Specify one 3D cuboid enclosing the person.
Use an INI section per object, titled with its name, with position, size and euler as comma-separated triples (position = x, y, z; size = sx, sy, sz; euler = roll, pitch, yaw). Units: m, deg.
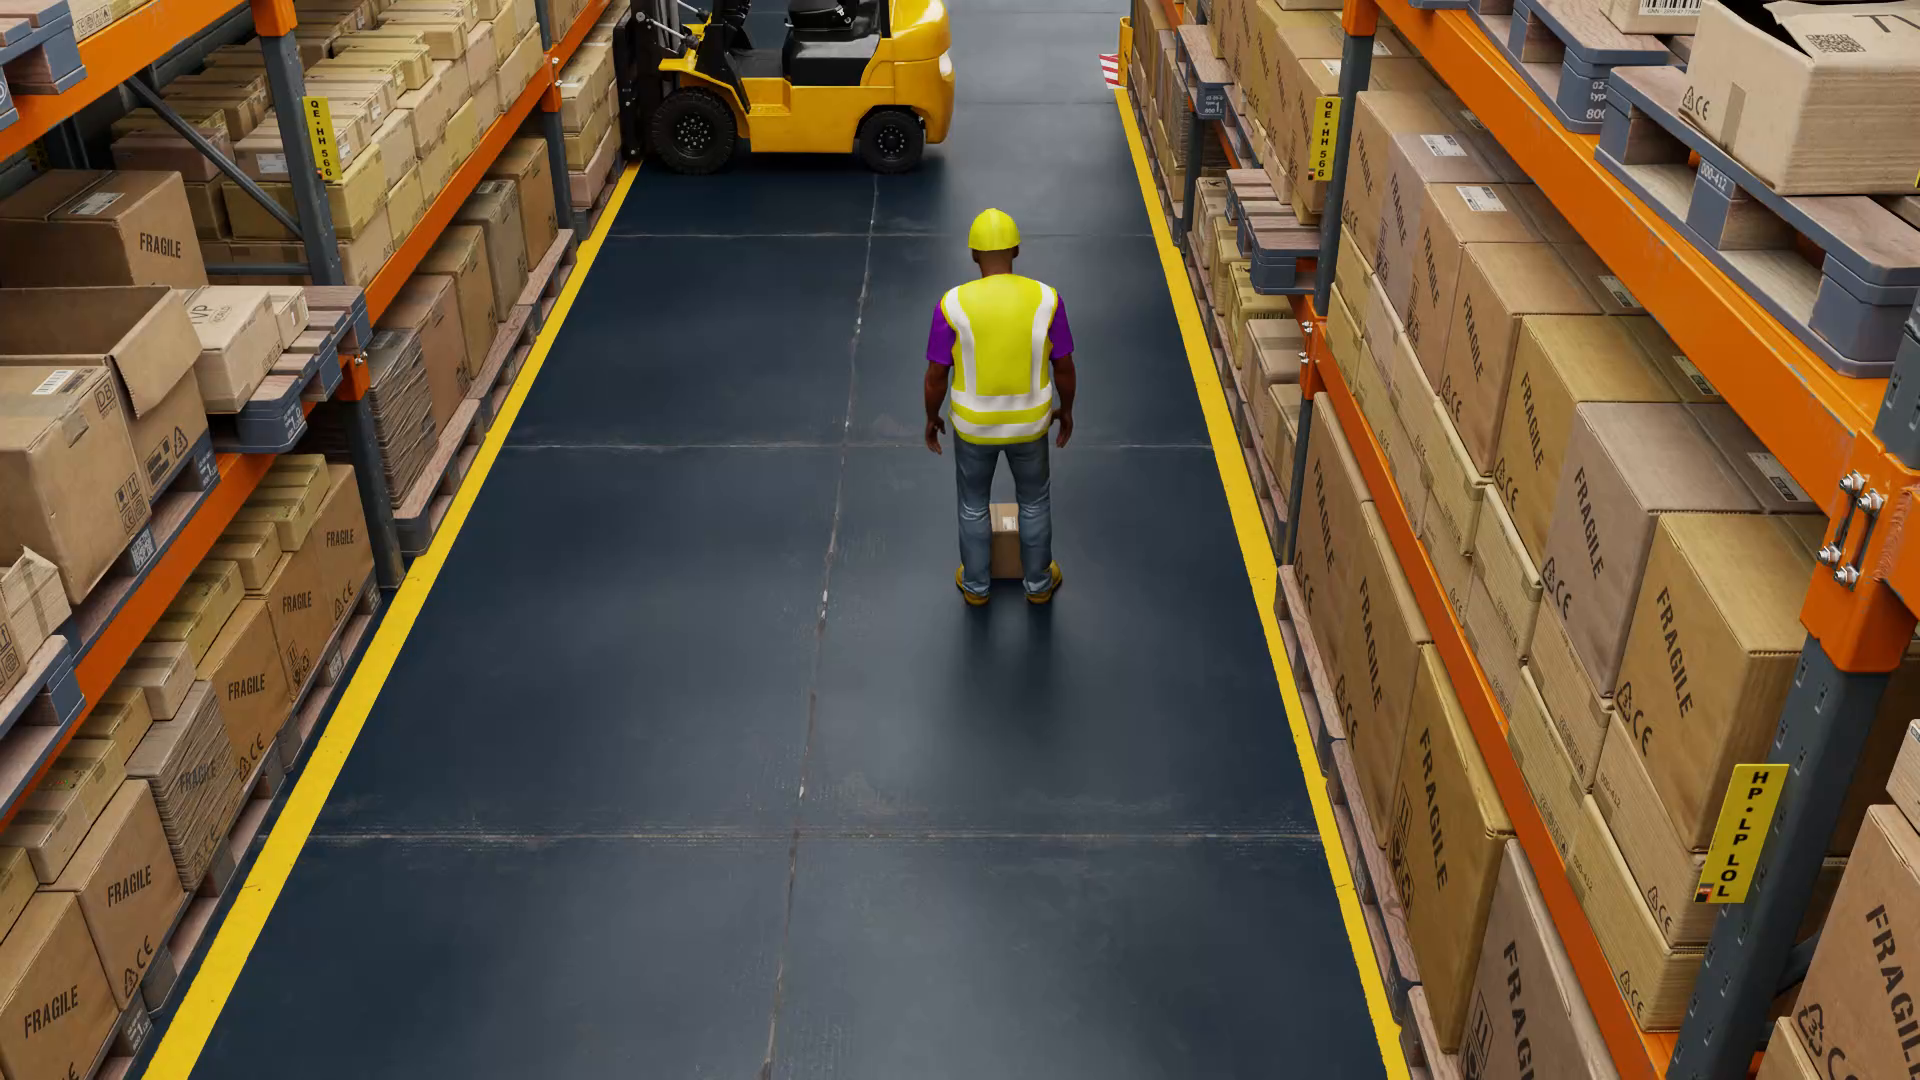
[person]
position = 0.165, -0.522, 6.975
size = 0.634, 1.759, 0.460
euler = -2, 31, -3
